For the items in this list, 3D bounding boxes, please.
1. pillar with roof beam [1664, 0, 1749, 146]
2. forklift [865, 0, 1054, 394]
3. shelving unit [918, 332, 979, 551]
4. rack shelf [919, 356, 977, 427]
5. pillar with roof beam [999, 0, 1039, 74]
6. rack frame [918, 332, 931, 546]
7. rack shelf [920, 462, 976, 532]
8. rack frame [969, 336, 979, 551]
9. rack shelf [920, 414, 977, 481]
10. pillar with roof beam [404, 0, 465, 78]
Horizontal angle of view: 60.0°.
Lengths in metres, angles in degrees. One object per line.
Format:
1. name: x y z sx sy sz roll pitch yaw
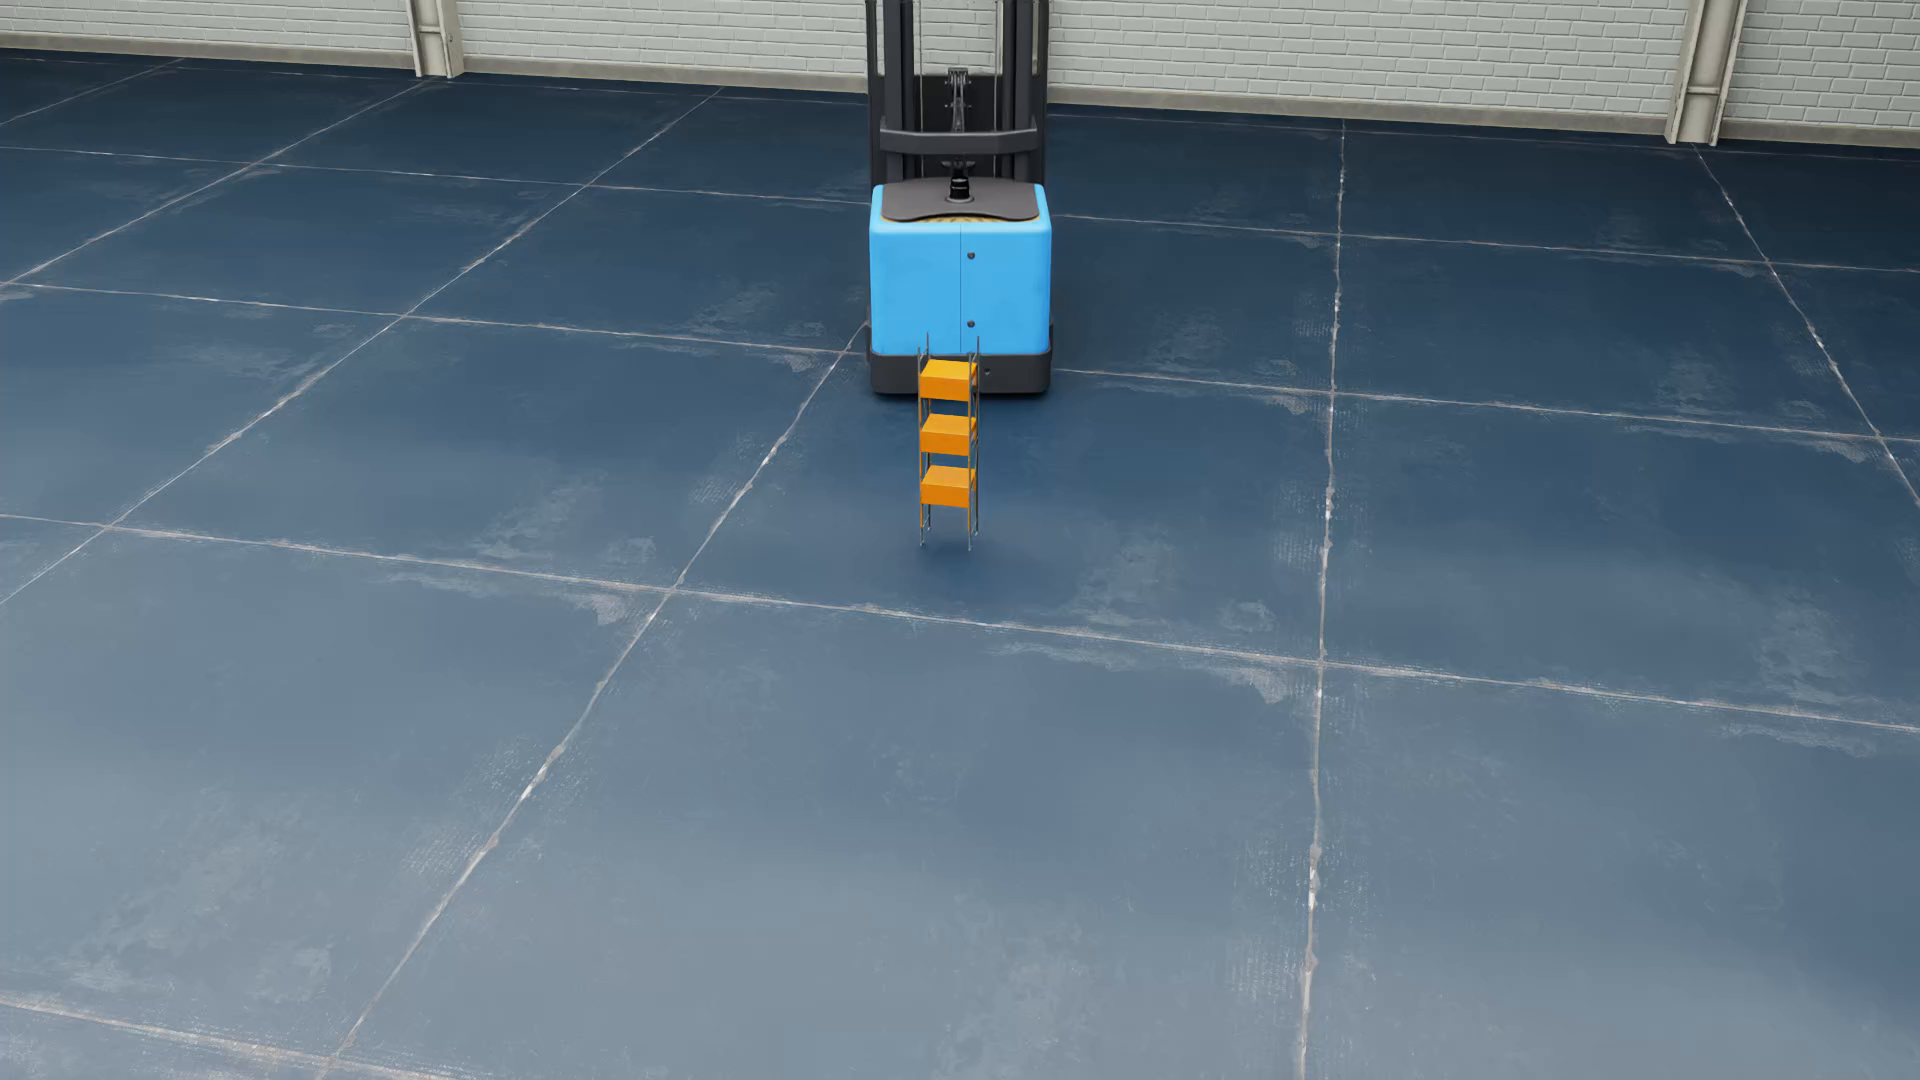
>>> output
1. pillar with roof beam: 5.559 -5.465 8.862 0.400 9.000 9.100 6 29 11
2. forklift: -0.020 -2.801 10.314 1.130 2.935 3.031 0 29 -1
3. shelving unit: -0.052 -0.466 8.008 0.252 1.050 0.215 6 29 11
4. rack shelf: -0.052 -0.705 7.877 0.240 0.259 0.215 6 29 11
5. pillar with roof beam: -0.308 -6.067 9.961 0.400 9.000 9.100 6 29 11
6. rack frame: -0.172 -0.478 8.030 0.008 1.050 0.200 6 29 11
7. rack shelf: -0.052 -0.213 8.146 0.240 0.259 0.215 6 29 11
8. rack frame: 0.067 -0.454 7.985 0.008 1.050 0.200 6 29 11
9. rack shelf: -0.052 -0.457 8.013 0.240 0.259 0.215 6 29 11
10. pillar with roof beam: -6.176 -6.669 11.060 0.400 9.000 9.100 6 29 11
